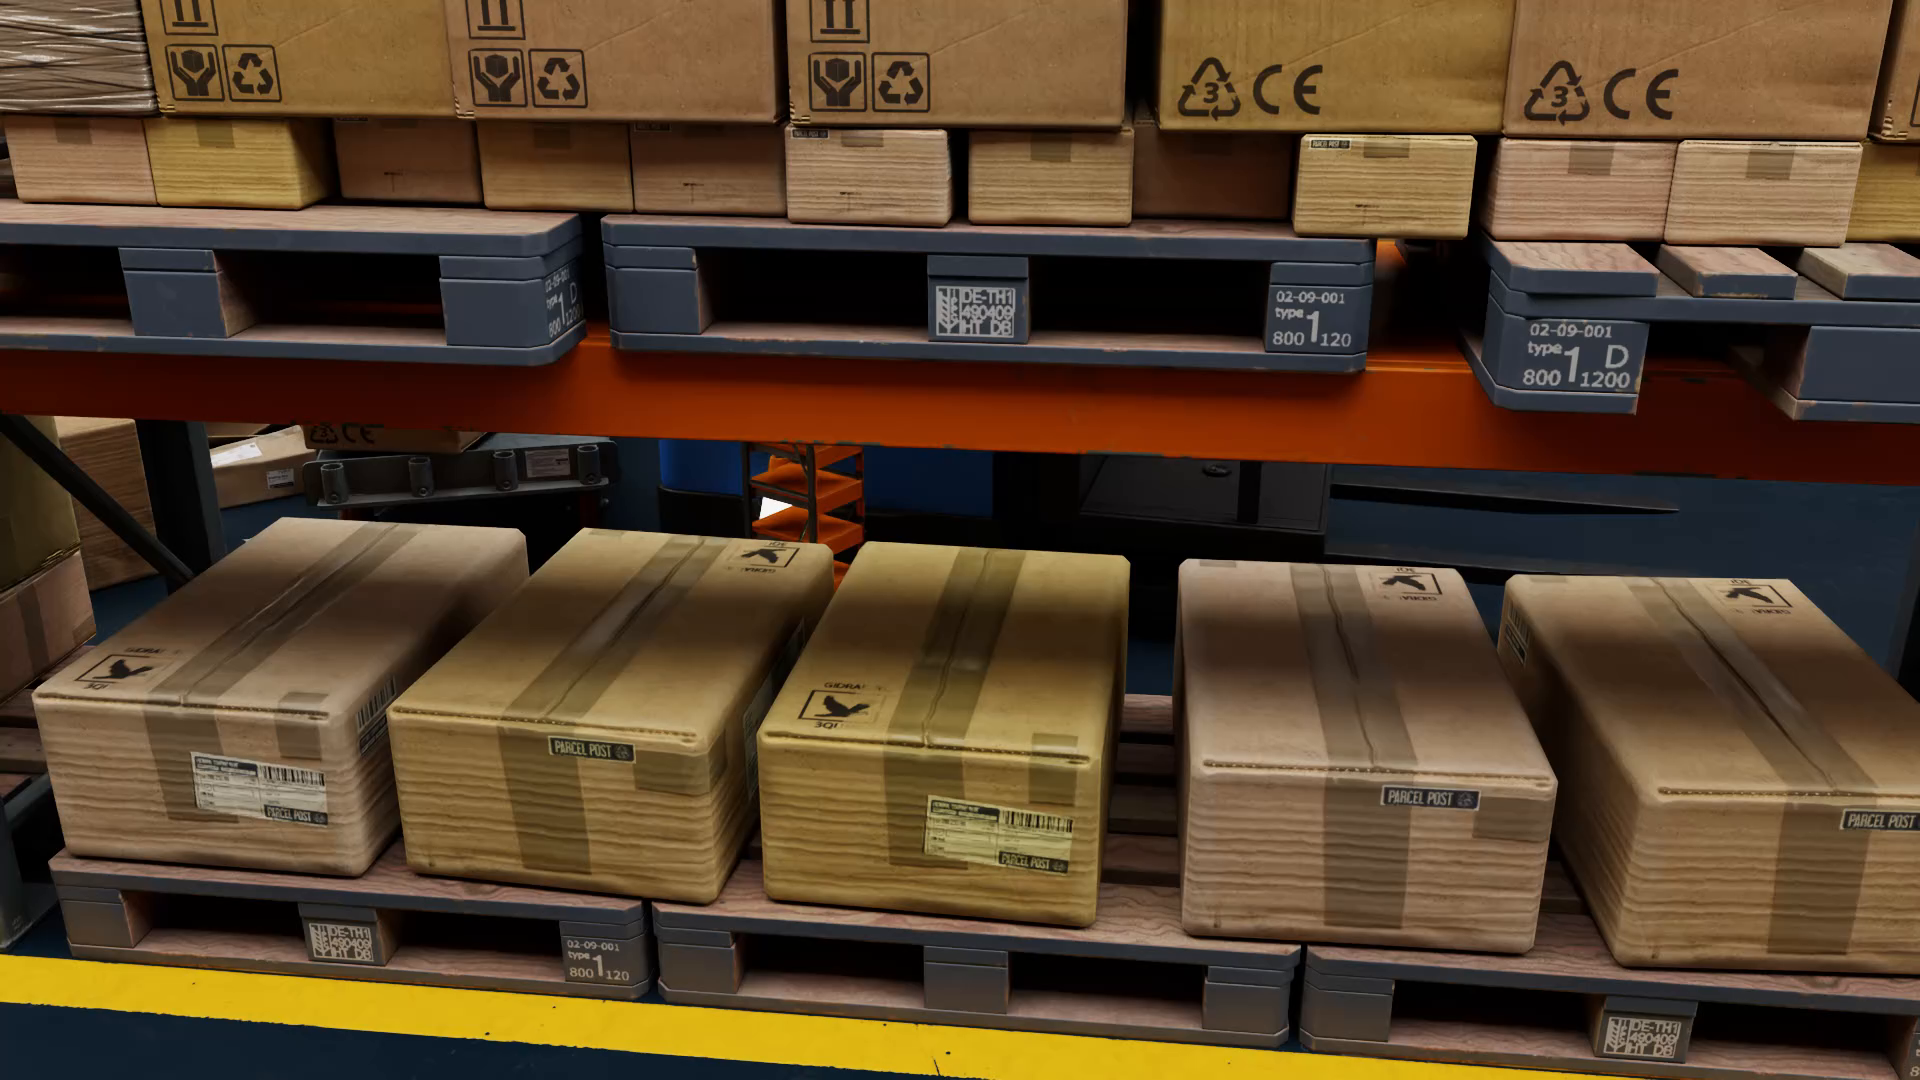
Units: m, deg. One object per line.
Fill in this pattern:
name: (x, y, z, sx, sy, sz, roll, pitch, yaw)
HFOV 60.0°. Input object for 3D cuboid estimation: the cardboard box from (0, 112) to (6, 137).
cardboard box: (-2.322, -1.055, 3.488, 0.500, 0.500, 0.500, 2, 22, 6)

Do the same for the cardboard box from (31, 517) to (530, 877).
cardboard box: (-1.396, 0.299, 3.607, 0.625, 0.372, 0.950, 3, 22, 7)

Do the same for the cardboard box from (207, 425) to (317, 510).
cardboard box: (-2.474, -0.297, 5.830, 0.396, 0.266, 0.258, -14, 25, -31)

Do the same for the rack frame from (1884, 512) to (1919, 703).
rack frame: (2.055, -0.576, 2.818, 0.127, 3.000, 1.000, 2, 22, 6)

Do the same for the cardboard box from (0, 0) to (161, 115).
cardboard box: (-1.486, -1.005, 2.789, 0.500, 0.500, 0.500, 3, 22, 8)

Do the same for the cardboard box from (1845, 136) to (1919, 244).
cardboard box: (1.427, -0.568, 2.568, 0.250, 0.149, 0.380, 3, 22, 7)

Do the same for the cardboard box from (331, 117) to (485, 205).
cardboard box: (-0.869, -0.690, 2.877, 0.250, 0.149, 0.380, 4, 22, 10)

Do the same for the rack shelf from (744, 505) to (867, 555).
rack shelf: (-0.395, 0.003, 4.248, 0.258, 0.103, 0.180, 15, 26, 34)

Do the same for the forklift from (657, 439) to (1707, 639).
forklift: (0.655, -1.279, 4.689, 3.031, 2.935, 1.130, 5, 22, 13)

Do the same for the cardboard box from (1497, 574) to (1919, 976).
cardboard box: (1.495, 0.422, 3.295, 0.625, 0.372, 0.950, 1, 22, 3)

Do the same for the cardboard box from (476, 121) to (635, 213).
cardboard box: (-0.618, -0.664, 2.810, 0.250, 0.149, 0.380, 3, 22, 7)

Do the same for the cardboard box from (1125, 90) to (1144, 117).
cardboard box: (0.406, -0.789, 3.127, 0.250, 0.149, 0.380, 3, 22, 8)

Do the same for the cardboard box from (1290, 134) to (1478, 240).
cardboard box: (0.647, -0.584, 2.606, 0.250, 0.149, 0.380, 3, 22, 7)

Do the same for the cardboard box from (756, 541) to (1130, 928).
cardboard box: (0.009, 0.358, 3.457, 0.625, 0.372, 0.950, 3, 22, 8)

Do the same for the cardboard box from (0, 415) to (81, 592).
cardboard box: (-2.472, -0.139, 3.860, 0.500, 0.500, 0.500, 4, 22, 9)

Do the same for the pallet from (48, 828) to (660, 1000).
pallet: (-1.144, 0.580, 3.685, 1.213, 0.211, 1.003, 2, 22, 6)

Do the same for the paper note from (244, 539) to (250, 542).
paper note: (-2.243, -0.015, 5.435, 0.142, 0.019, 0.148, 2, 22, 6)

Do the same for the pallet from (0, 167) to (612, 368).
pallet: (-1.176, -0.574, 3.073, 1.213, 0.211, 1.003, 2, 22, 6)

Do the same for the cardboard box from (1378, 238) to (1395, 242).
cardboard box: (1.943, -1.596, 7.887, 0.750, 0.750, 1.050, 2, 22, 6)

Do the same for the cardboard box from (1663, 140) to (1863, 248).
cardboard box: (1.171, -0.563, 2.554, 0.250, 0.149, 0.380, 2, 22, 6)

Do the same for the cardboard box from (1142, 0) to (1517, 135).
cardboard box: (0.554, -0.915, 2.561, 0.500, 0.500, 0.500, 1, 22, 3)

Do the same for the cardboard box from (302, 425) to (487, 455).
cardboard box: (-1.738, -0.590, 5.223, 0.500, 0.500, 0.500, 2, 22, 6)

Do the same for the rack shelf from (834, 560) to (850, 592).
rack shelf: (-0.395, 0.114, 4.292, 0.258, 0.103, 0.180, 15, 26, 34)

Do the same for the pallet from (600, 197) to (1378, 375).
pallet: (0.084, -0.558, 3.032, 1.213, 0.211, 1.003, 2, 22, 6)

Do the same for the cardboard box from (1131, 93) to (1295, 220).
cardboard box: (0.412, -0.640, 2.750, 0.250, 0.149, 0.380, 3, 22, 7)

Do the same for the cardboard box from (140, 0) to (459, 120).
cardboard box: (-0.988, -0.983, 2.735, 0.500, 0.500, 0.500, 3, 22, 6)

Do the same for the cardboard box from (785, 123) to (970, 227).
cardboard box: (-0.115, -0.622, 2.704, 0.250, 0.149, 0.380, 3, 22, 8)

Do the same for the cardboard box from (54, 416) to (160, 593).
cardboard box: (-2.822, -0.131, 5.089, 0.500, 0.500, 0.500, -19, 28, -40)

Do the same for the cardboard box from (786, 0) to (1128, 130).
cardboard box: (0.012, -0.939, 2.622, 0.500, 0.500, 0.500, 2, 22, 4)

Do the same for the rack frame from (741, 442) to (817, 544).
rack frame: (-0.449, -0.123, 4.120, 0.240, 1.200, 0.006, 15, 26, 34)

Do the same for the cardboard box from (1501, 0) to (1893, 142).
cardboard box: (1.056, -0.893, 2.507, 0.500, 0.500, 0.500, 2, 22, 5)

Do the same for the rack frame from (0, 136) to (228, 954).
rack frame: (-1.918, -0.750, 3.256, 0.127, 3.000, 1.000, 2, 22, 6)

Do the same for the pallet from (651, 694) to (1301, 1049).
pallet: (0.071, 0.632, 3.553, 1.213, 0.211, 1.003, 2, 22, 6)

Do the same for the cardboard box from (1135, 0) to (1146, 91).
cardboard box: (0.589, -1.101, 3.033, 0.500, 0.500, 0.500, 3, 22, 7)

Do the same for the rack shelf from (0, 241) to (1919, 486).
rack shelf: (0.069, -0.328, 3.169, 4.000, 0.370, 1.077, 2, 22, 6)

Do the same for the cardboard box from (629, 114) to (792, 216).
cardboard box: (-0.373, -0.653, 2.781, 0.250, 0.149, 0.380, 3, 22, 7)

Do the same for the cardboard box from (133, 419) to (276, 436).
cardboard box: (-2.918, -0.636, 6.179, 0.503, 0.637, 0.797, 2, 22, 6)

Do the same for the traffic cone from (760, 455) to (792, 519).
traffic cone: (-0.521, -0.027, 4.879, 0.334, 0.463, 0.336, 2, 22, 6)

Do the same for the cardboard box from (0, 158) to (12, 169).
cardboard box: (-2.193, -0.763, 3.633, 0.250, 0.149, 0.380, 2, 22, 6)

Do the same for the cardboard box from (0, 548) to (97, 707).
cardboard box: (-2.472, 0.210, 3.998, 0.500, 0.250, 0.500, 2, 22, 4)

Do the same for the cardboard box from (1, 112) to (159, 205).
cardboard box: (-1.406, -0.689, 2.873, 0.250, 0.149, 0.380, 3, 22, 7)

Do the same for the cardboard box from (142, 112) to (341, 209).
cardboard box: (-1.159, -0.675, 2.837, 0.250, 0.149, 0.380, 3, 22, 7)

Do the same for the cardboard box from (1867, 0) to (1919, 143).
cardboard box: (1.570, -0.875, 2.461, 0.500, 0.500, 0.500, 2, 22, 5)

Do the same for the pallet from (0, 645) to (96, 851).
pallet: (-2.589, 0.531, 3.809, 1.213, 0.211, 1.003, 2, 22, 6)

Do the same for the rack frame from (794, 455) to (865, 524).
rack frame: (-0.340, -0.177, 4.256, 0.240, 1.200, 0.006, 15, 26, 34)

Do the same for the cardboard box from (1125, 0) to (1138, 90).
cardboard box: (0.093, -1.126, 3.095, 0.500, 0.500, 0.500, 2, 22, 4)

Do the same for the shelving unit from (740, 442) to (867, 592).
shelving unit: (-0.395, -0.150, 4.188, 0.258, 1.200, 0.189, 15, 26, 34)

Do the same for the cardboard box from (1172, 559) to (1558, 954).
cardboard box: (0.761, 0.393, 3.368, 0.625, 0.372, 0.950, 2, 22, 5)

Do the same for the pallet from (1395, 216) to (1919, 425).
pallet: (1.334, -0.479, 2.833, 1.003, 0.211, 1.213, 2, 22, 6)

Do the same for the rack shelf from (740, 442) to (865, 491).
rack shelf: (-0.395, -0.221, 4.160, 0.258, 0.103, 0.180, 15, 26, 34)

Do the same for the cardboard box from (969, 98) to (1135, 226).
cardboard box: (0.153, -0.621, 2.702, 0.250, 0.149, 0.380, 2, 22, 5)

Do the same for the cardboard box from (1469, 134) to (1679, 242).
cardboard box: (0.922, -0.577, 2.589, 0.250, 0.149, 0.380, 1, 22, 4)

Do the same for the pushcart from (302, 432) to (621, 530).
pushcart: (-1.699, -0.365, 5.849, 0.936, 0.377, 1.648, -5, 22, -12)

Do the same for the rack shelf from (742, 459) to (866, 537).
rack shelf: (-0.395, -0.109, 4.204, 0.258, 0.103, 0.180, 15, 26, 34)

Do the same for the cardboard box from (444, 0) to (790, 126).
cardboard box: (-0.499, -0.957, 2.668, 0.500, 0.500, 0.500, 2, 22, 6)

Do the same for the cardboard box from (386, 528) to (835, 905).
cardboard box: (-0.682, 0.329, 3.531, 0.625, 0.372, 0.950, 4, 22, 10)

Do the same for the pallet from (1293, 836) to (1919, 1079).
pallet: (1.279, 0.686, 3.418, 1.213, 0.211, 1.003, 2, 22, 6)
